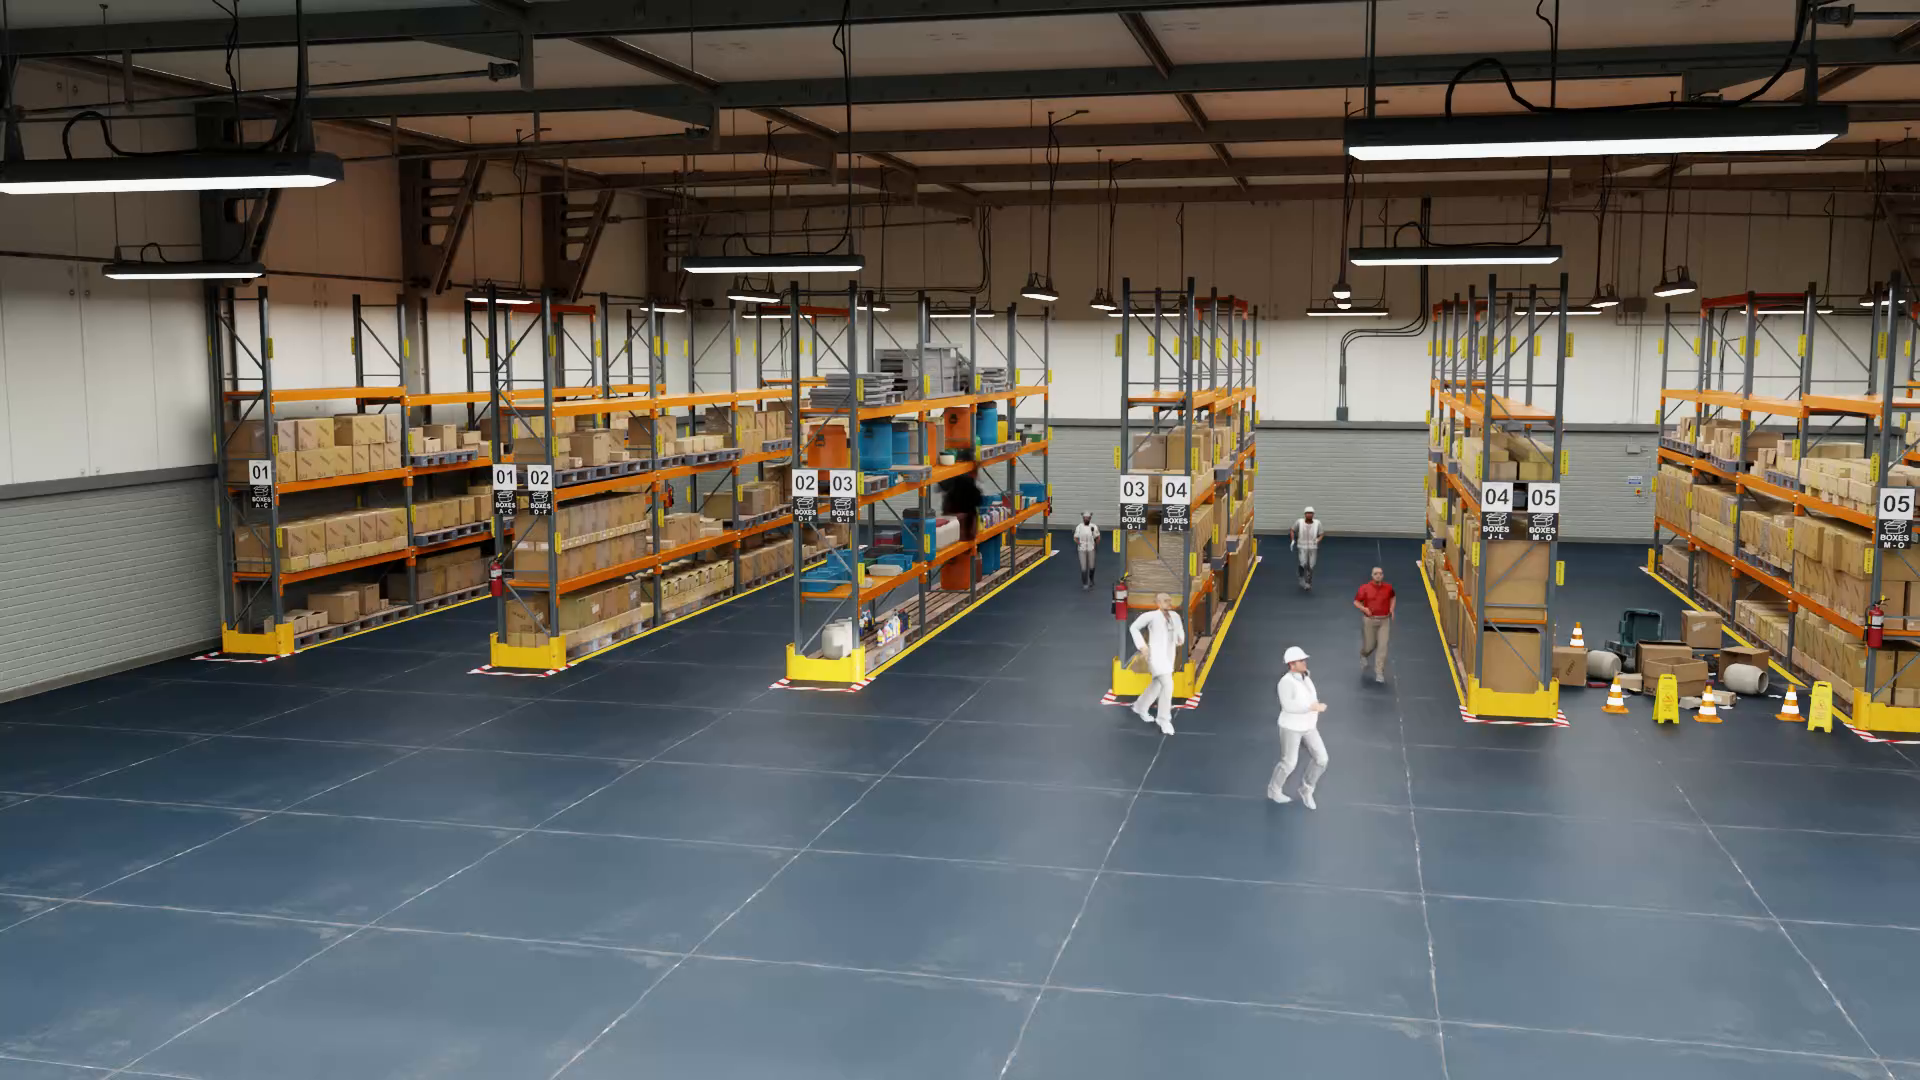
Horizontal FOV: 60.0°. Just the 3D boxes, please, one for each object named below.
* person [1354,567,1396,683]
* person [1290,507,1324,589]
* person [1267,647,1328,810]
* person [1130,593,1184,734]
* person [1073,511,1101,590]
[{"bbox_3d":[6.308,1.253,25.205,0.665,1.700,0.945,0,7,1],"label":"person"},{"bbox_3d":[7.196,0.170,34.456,0.674,1.731,0.697,1,7,5],"label":"person"},{"bbox_3d":[3.690,2.058,18.092,0.625,1.806,0.721,-6,9,-41],"label":"person"},{"bbox_3d":[2.634,1.604,22.033,0.700,1.845,0.850,-6,9,-41],"label":"person"},{"bbox_3d":[2.637,0.214,34.530,0.570,1.654,0.568,0,7,4],"label":"person"}]
